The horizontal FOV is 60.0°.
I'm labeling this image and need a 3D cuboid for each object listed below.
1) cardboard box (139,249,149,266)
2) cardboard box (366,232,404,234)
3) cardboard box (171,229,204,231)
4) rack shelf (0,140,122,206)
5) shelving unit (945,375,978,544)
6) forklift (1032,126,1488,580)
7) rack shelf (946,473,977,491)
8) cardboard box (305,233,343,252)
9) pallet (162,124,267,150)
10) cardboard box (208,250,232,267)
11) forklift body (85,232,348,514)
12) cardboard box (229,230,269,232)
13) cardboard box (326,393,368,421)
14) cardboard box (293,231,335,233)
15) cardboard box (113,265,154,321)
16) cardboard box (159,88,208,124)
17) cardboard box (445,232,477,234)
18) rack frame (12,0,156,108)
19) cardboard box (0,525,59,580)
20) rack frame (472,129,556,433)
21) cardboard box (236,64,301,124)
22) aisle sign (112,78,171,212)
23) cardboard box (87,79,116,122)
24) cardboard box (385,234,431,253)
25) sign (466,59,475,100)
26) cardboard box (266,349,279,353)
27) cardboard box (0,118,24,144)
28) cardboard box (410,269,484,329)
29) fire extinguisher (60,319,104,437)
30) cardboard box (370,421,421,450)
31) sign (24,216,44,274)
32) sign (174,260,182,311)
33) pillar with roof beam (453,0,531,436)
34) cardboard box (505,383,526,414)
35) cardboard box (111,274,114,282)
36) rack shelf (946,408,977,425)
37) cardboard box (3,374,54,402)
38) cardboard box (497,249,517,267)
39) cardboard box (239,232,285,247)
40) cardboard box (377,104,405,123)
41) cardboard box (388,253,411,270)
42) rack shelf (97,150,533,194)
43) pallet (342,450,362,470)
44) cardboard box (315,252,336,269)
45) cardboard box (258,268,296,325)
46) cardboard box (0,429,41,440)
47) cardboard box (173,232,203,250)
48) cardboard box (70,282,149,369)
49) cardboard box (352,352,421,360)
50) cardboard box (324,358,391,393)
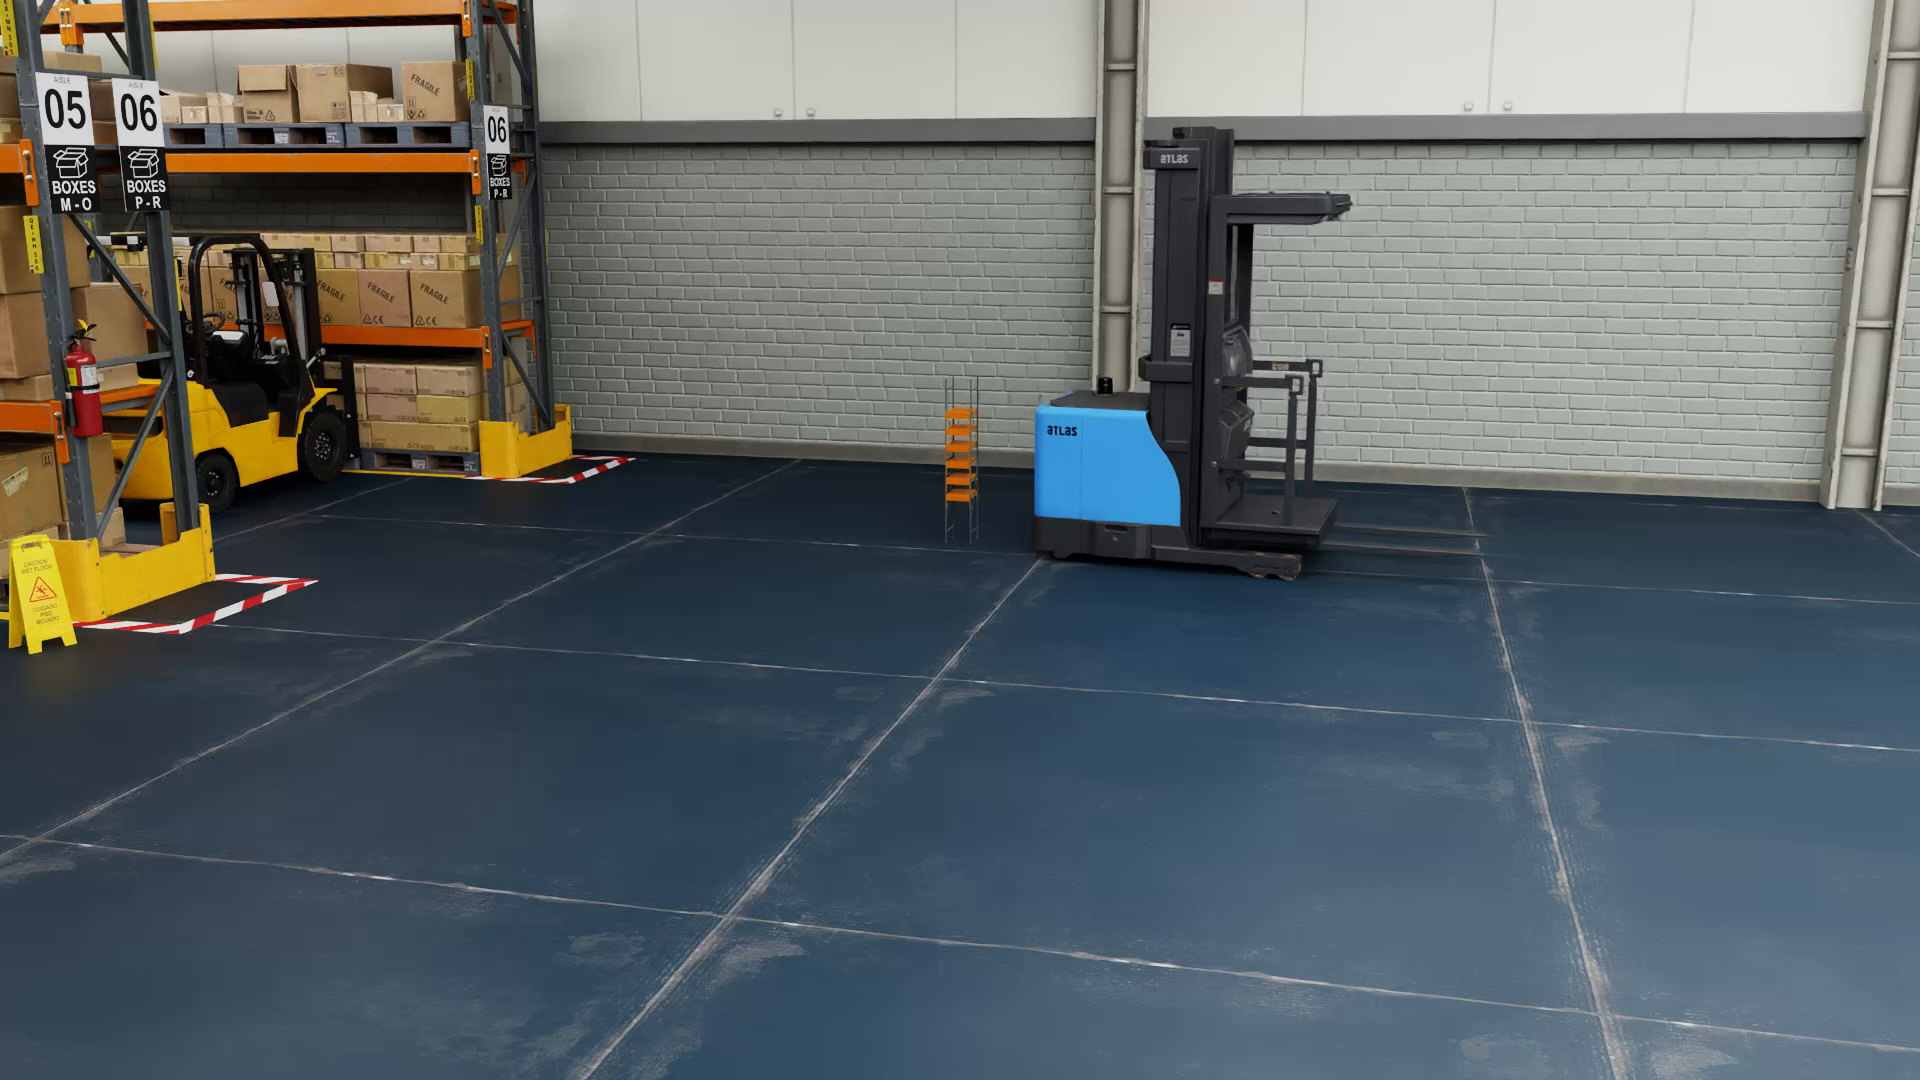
[{"bbox_3d":[-7.369,-2.626,15.414,0.250,0.149,0.380,3,13,15],"label":"cardboard box"},{"bbox_3d":[-5.263,-2.766,15.362,0.250,0.149,0.380,3,13,15],"label":"cardboard box"},{"bbox_3d":[-7.485,-2.903,15.977,0.250,0.149,0.380,3,13,14],"label":"cardboard box"},{"bbox_3d":[-7.111,-2.311,10.458,4.000,0.370,1.077,3,13,14],"label":"rack shelf"},{"bbox_3d":[0.014,-0.585,12.100,0.189,1.200,0.258,3,13,14],"label":"shelving unit"},{"bbox_3d":[2.078,-1.293,11.296,3.031,2.935,1.130,4,13,19],"label":"forklift"},{"bbox_3d":[0.014,-0.424,12.136,0.180,0.103,0.258,3,13,14],"label":"rack shelf"},{"bbox_3d":[-5.645,-2.668,14.917,0.250,0.149,0.380,3,13,15],"label":"cardboard box"},{"bbox_3d":[-7.033,-3.727,15.388,1.213,0.211,1.003,3,13,14],"label":"pallet"},{"bbox_3d":[-6.633,-2.576,15.189,0.250,0.149,0.380,3,13,13],"label":"cardboard box"},{"bbox_3d":[-6.262,-1.438,13.749,1.214,2.155,2.313,3,13,14],"label":"forklift body"},{"bbox_3d":[-6.733,-2.870,15.830,0.250,0.149,0.380,3,13,12],"label":"cardboard box"},{"bbox_3d":[-5.522,-1.254,15.187,0.500,0.250,0.500,3,13,12],"label":"cardboard box"},{"bbox_3d":[-6.011,-2.810,15.558,0.250,0.149,0.380,3,13,15],"label":"cardboard box"},{"bbox_3d":[-7.499,-2.316,15.516,0.500,0.500,0.500,3,13,12],"label":"cardboard box"},{"bbox_3d":[-7.118,-3.925,15.081,0.500,0.311,0.500,3,13,15],"label":"cardboard box"},{"bbox_3d":[-4.502,-2.738,15.232,0.250,0.149,0.380,4,13,15],"label":"cardboard box"},{"bbox_3d":[-5.169,-4.022,9.587,0.127,3.000,1.000,3,13,14],"label":"rack frame"},{"bbox_3d":[-6.042,0.057,10.429,0.500,0.250,0.500,3,13,13],"label":"cardboard box"},{"bbox_3d":[-3.984,-2.138,14.943,0.127,3.000,1.000,3,13,14],"label":"rack frame"},{"bbox_3d":[-6.001,-3.990,14.930,0.637,0.503,0.797,3,13,15],"label":"cardboard box"},{"bbox_3d":[-5.035,-2.425,10.235,0.004,0.787,0.394,3,13,14],"label":"aisle sign"},{"bbox_3d":[-5.594,-2.712,10.267,0.500,0.250,0.500,3,13,13],"label":"cardboard box"},{"bbox_3d":[-4.889,-2.637,14.777,0.250,0.149,0.380,3,13,15],"label":"cardboard box"},{"bbox_3d":[-4.127,-3.882,14.020,0.005,0.325,0.100,3,13,14],"label":"sign"},{"bbox_3d":[-6.847,-1.688,15.986,0.500,0.250,0.500,3,13,13],"label":"cardboard box"},{"bbox_3d":[-5.583,-2.395,9.758,0.250,0.149,0.380,3,13,14],"label":"cardboard box"},{"bbox_3d":[-4.524,-2.157,14.798,0.500,0.500,0.500,3,13,12],"label":"cardboard box"},{"bbox_3d":[-5.169,-0.953,9.782,0.183,0.674,0.296,3,13,14],"label":"fire extinguisher"},{"bbox_3d":[-4.996,-0.986,15.131,0.500,0.250,0.500,3,13,14],"label":"cardboard box"},{"bbox_3d":[-5.322,-1.697,9.556,0.005,0.325,0.100,3,13,14],"label":"sign"},{"bbox_3d":[-5.039,-1.630,10.658,0.005,0.325,0.100,3,13,14],"label":"sign"},{"bbox_3d":[-5.475,-4.387,11.230,0.400,9.000,9.100,3,13,14],"label":"pillar with roof beam"},{"bbox_3d":[-4.390,-1.312,15.448,0.500,0.250,0.500,3,13,15],"label":"cardboard box"},{"bbox_3d":[-8.298,-2.596,16.202,0.500,0.250,0.500,3,13,13],"label":"cardboard box"},{"bbox_3d":[0.014,-0.893,12.032,0.180,0.103,0.258,3,13,14],"label":"rack shelf"},{"bbox_3d":[-5.584,-0.945,10.149,0.250,0.149,0.380,4,13,15],"label":"cardboard box"},{"bbox_3d":[-4.251,-2.575,15.187,0.250,0.149,0.380,3,13,12],"label":"cardboard box"},{"bbox_3d":[-6.359,-2.727,15.183,0.250,0.149,0.380,3,13,13],"label":"cardboard box"},{"bbox_3d":[-4.861,-3.712,14.495,0.250,0.149,0.380,3,13,12],"label":"cardboard box"},{"bbox_3d":[-4.880,-2.495,14.828,0.250,0.149,0.380,3,13,15],"label":"cardboard box"},{"bbox_3d":[-5.925,-3.355,15.164,4.000,0.370,1.077,3,13,14],"label":"rack shelf"},{"bbox_3d":[-5.917,-0.871,15.671,1.213,0.211,1.003,3,13,14],"label":"pallet"},{"bbox_3d":[-5.639,-2.524,14.954,0.250,0.149,0.380,3,13,14],"label":"cardboard box"},{"bbox_3d":[-6.014,-2.236,15.155,0.500,0.500,0.500,3,13,14],"label":"cardboard box"},{"bbox_3d":[-6.418,-0.450,10.982,0.500,0.500,0.500,3,13,11],"label":"cardboard box"},{"bbox_3d":[-7.104,-2.771,15.383,0.250,0.149,0.380,3,13,12],"label":"cardboard box"},{"bbox_3d":[-5.563,-1.370,10.568,0.500,0.500,0.500,3,13,13],"label":"cardboard box"},{"bbox_3d":[-5.374,-1.606,15.619,0.500,0.250,0.500,3,13,13],"label":"cardboard box"},{"bbox_3d":[-5.495,-1.496,15.121,0.500,0.250,0.500,3,13,14],"label":"cardboard box"}]
